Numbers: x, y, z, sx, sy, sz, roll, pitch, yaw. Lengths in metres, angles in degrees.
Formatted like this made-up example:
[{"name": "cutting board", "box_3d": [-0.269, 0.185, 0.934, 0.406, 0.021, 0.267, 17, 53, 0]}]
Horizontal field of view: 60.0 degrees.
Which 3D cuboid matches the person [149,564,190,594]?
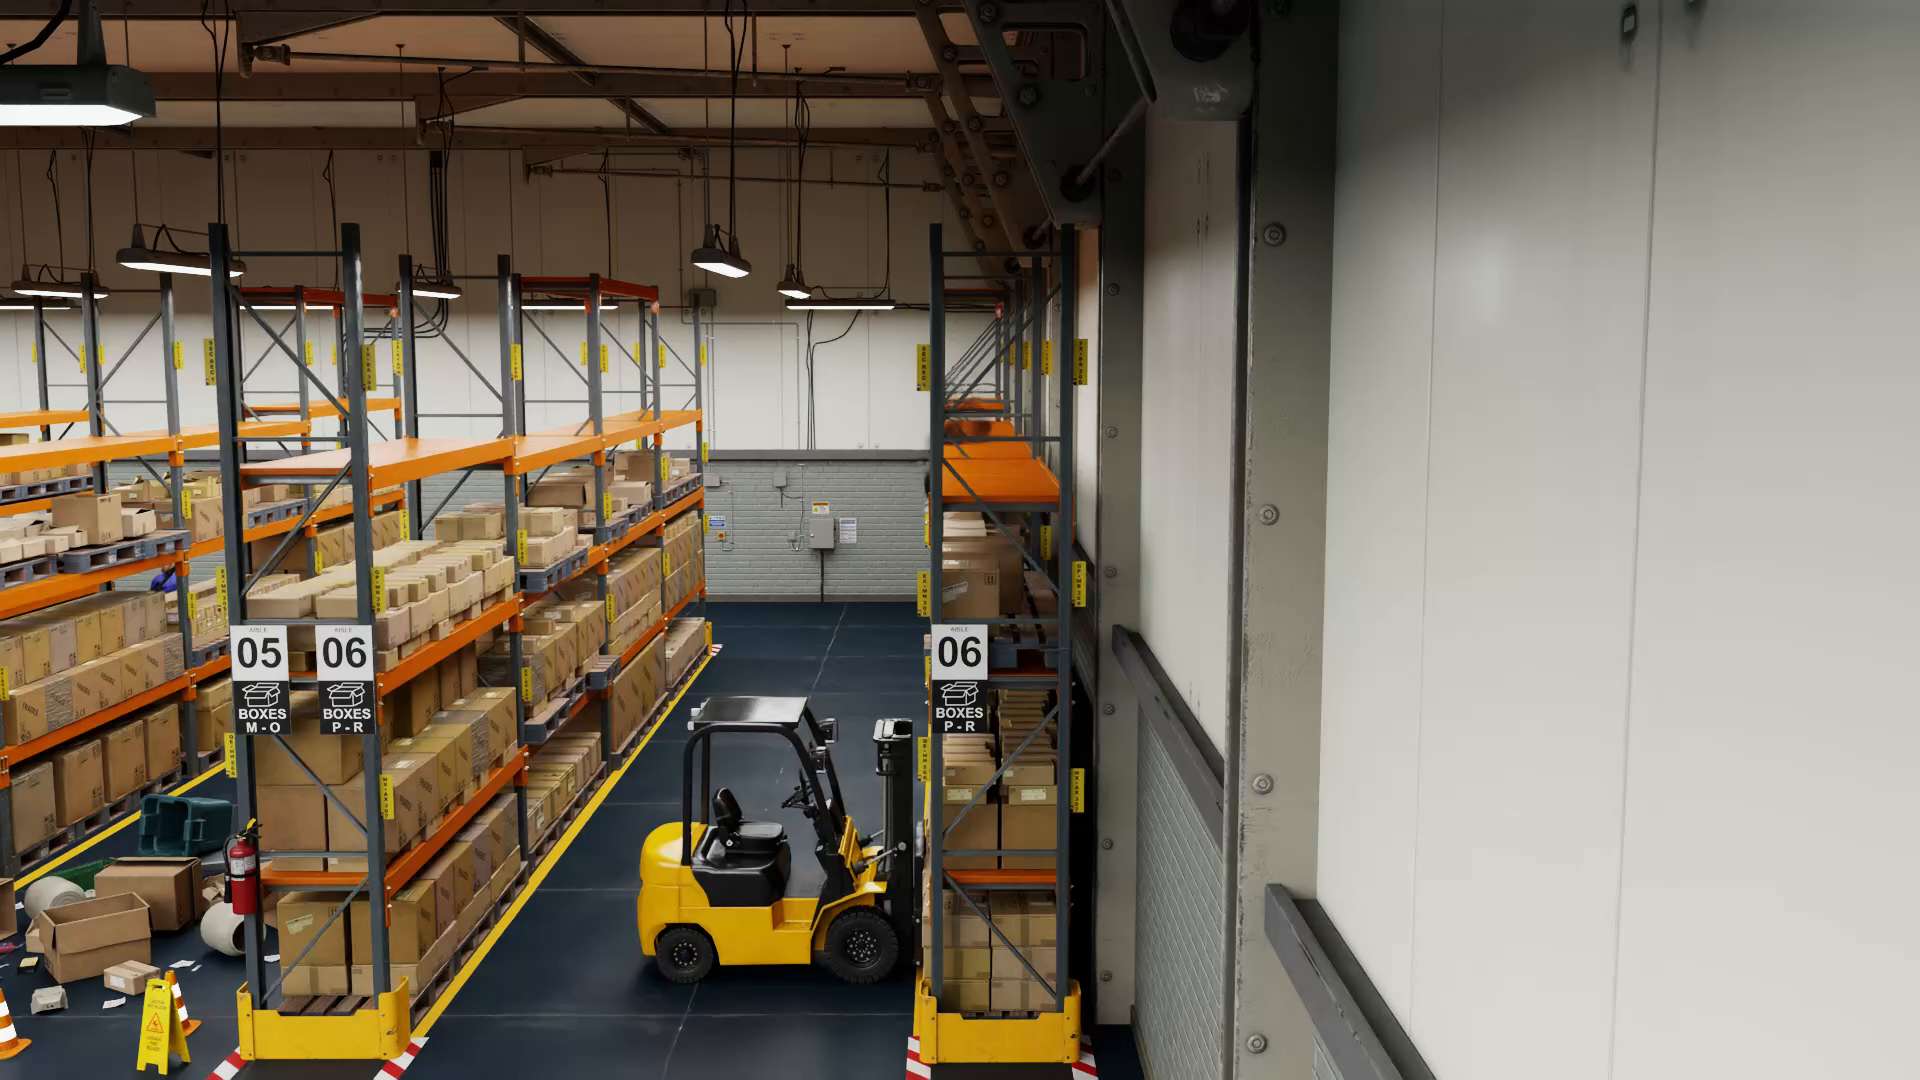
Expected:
[{"name": "person", "box_3d": [-13.058, 1.127, 27.572, 0.622, 1.607, 0.908, -4, 8, -31]}]
